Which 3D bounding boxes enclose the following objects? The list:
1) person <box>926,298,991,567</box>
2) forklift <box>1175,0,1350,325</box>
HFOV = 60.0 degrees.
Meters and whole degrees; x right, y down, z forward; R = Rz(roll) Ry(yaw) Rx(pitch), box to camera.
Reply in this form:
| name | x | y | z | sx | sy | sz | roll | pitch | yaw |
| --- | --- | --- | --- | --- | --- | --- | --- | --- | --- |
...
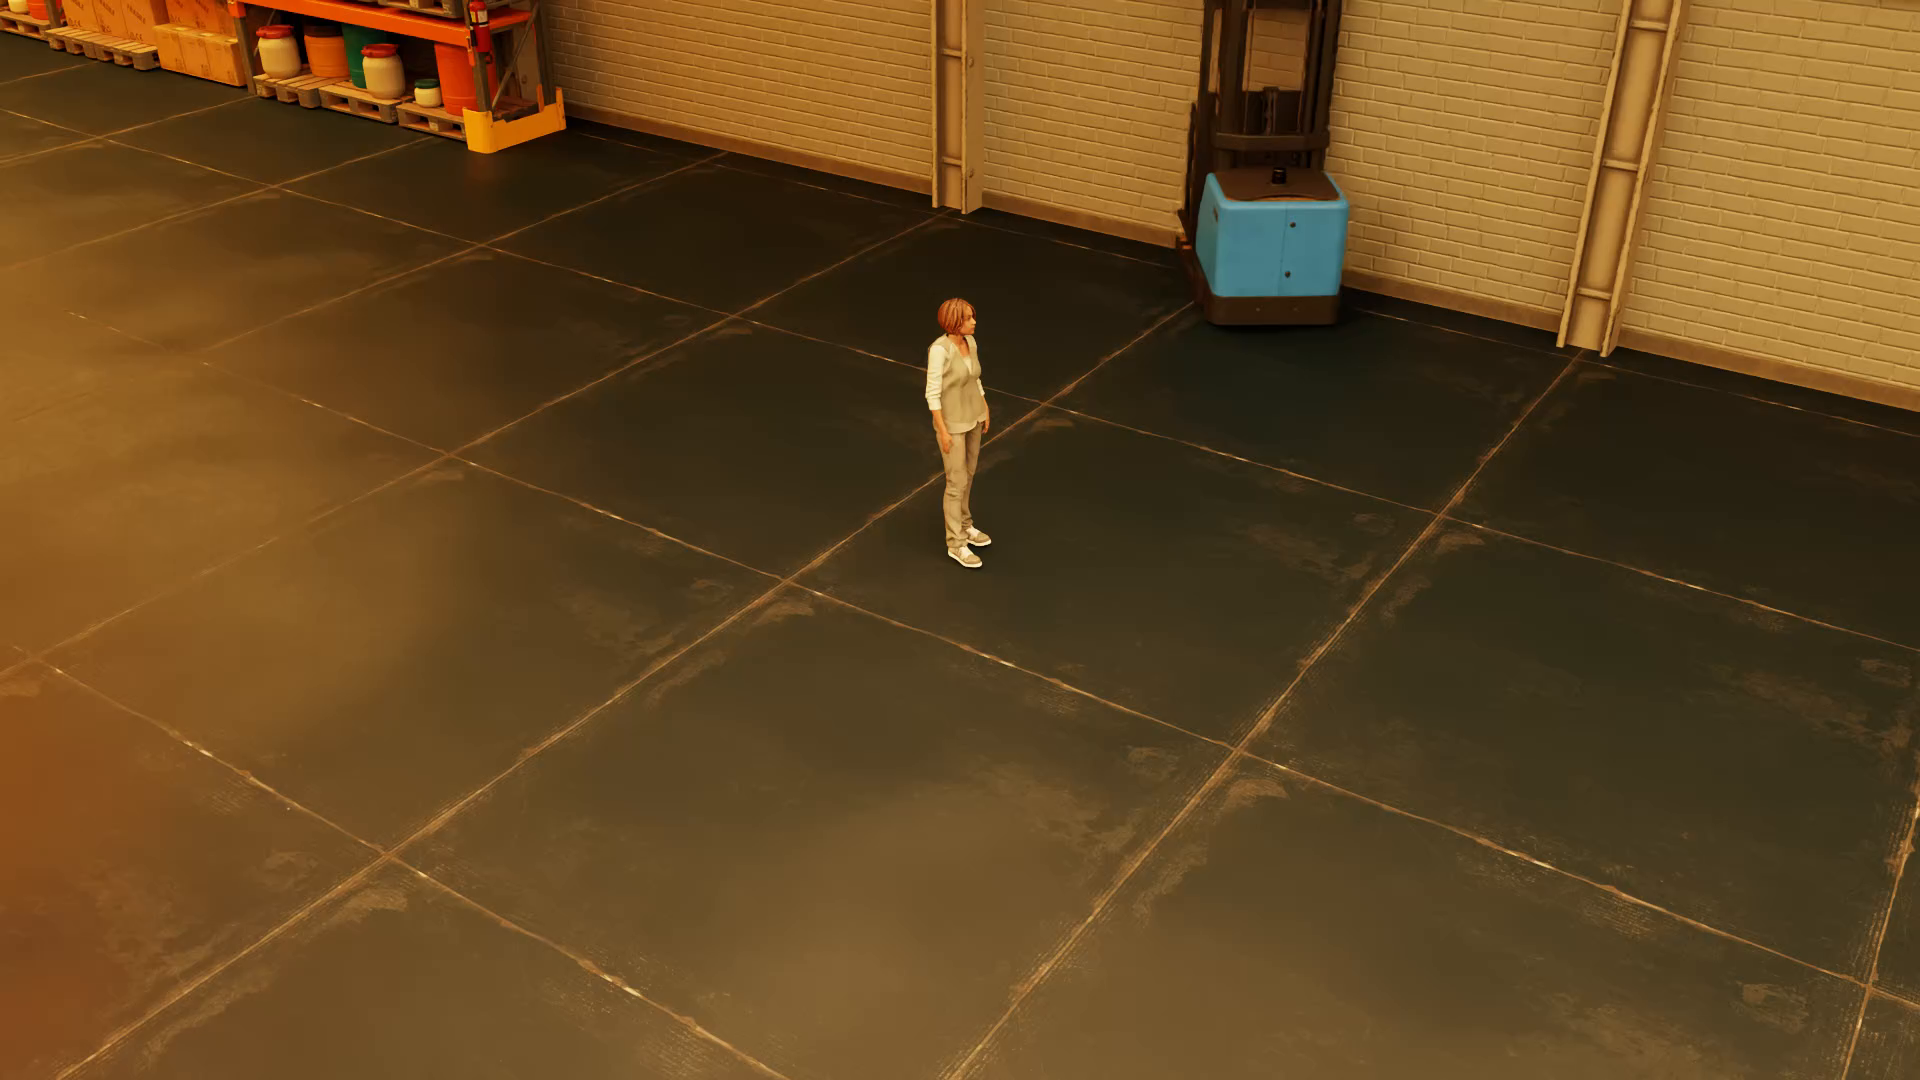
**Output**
| name | x | y | z | sx | sy | sz | roll | pitch | yaw |
| --- | --- | --- | --- | --- | --- | --- | --- | --- | --- |
| person | 0.053 | -0.671 | 10.050 | 0.475 | 1.597 | 0.520 | 19 | 35 | 29 |
| forklift | 2.500 | -3.688 | 13.932 | 1.130 | 2.935 | 3.031 | -1 | 30 | -1 |
